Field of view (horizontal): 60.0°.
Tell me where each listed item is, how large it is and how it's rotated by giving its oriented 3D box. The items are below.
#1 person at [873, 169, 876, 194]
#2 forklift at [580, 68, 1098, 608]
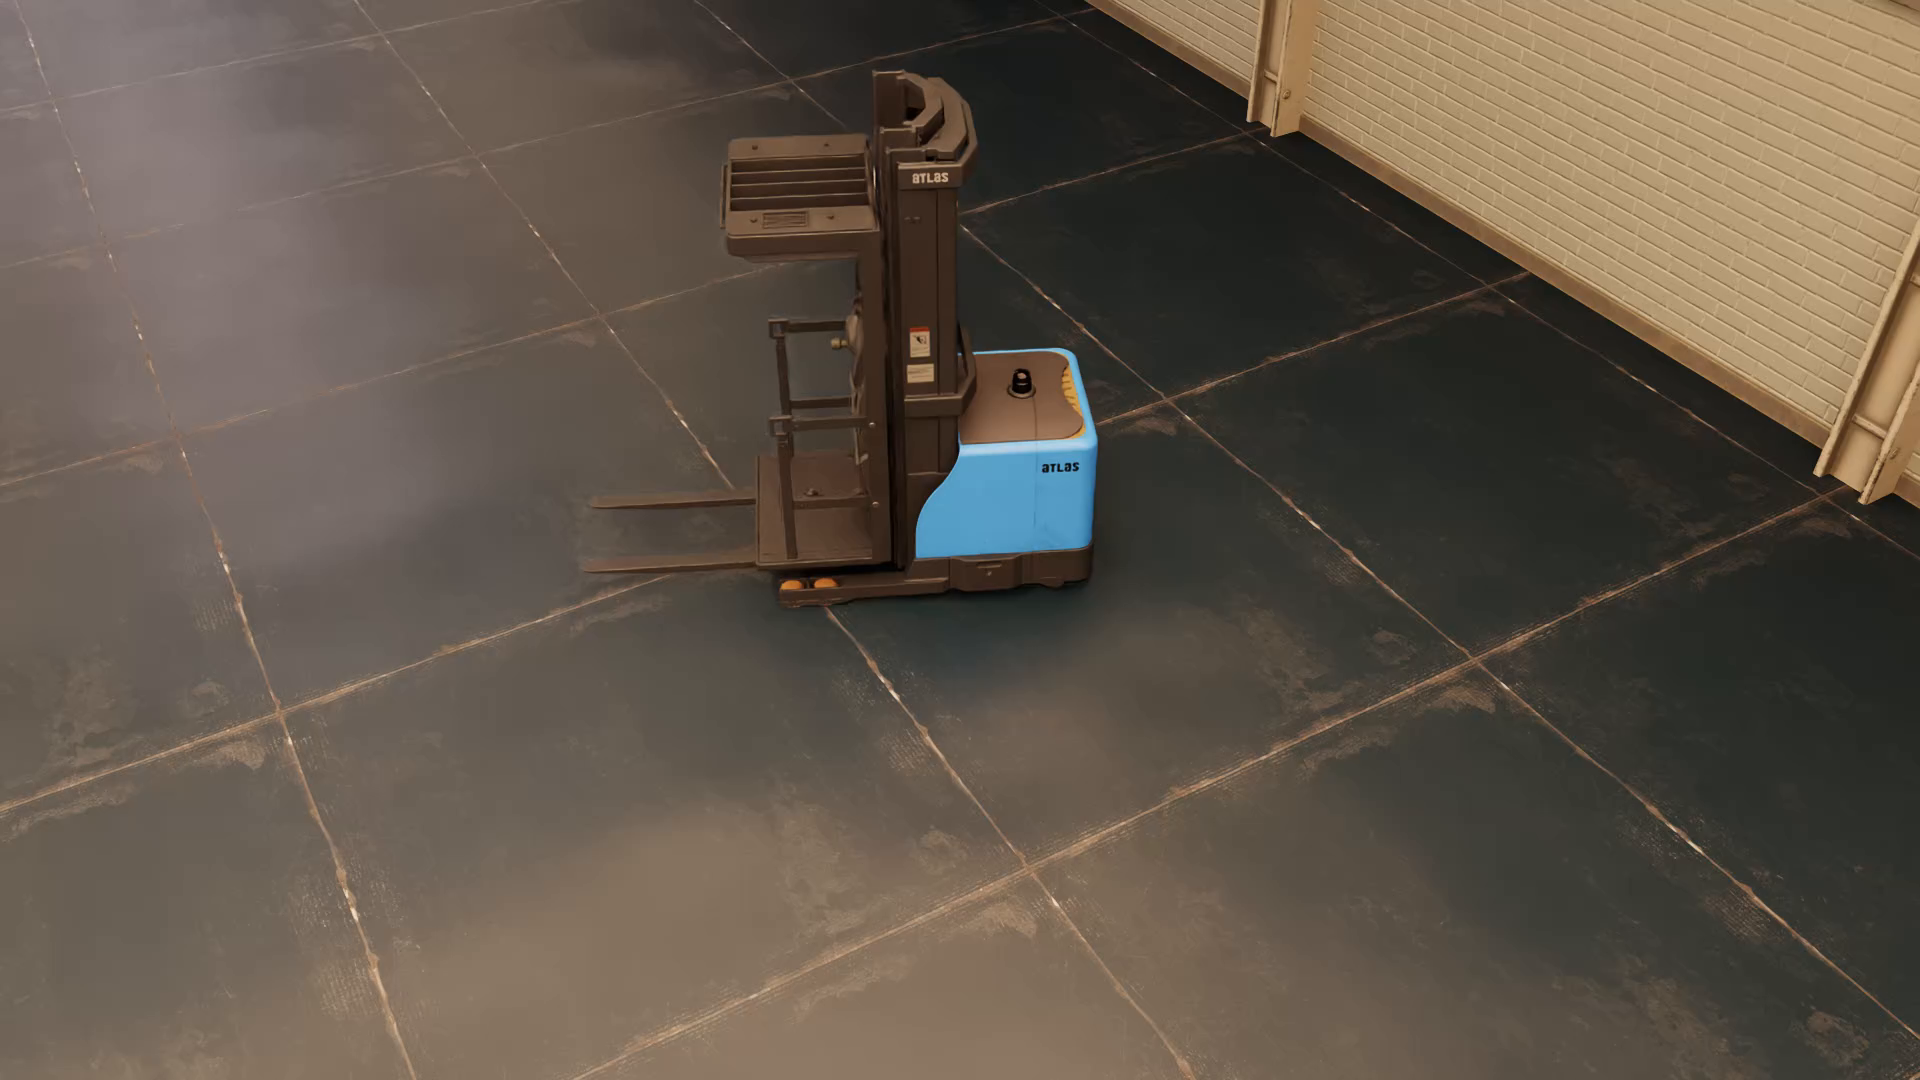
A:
[{"bbox_3d":[-0.316,-1.982,11.452,0.911,1.641,0.907,-23,45,-25],"label":"person"},{"bbox_3d":[-0.756,-1.080,9.338,3.031,2.935,1.130,-3,40,-4],"label":"forklift"}]
